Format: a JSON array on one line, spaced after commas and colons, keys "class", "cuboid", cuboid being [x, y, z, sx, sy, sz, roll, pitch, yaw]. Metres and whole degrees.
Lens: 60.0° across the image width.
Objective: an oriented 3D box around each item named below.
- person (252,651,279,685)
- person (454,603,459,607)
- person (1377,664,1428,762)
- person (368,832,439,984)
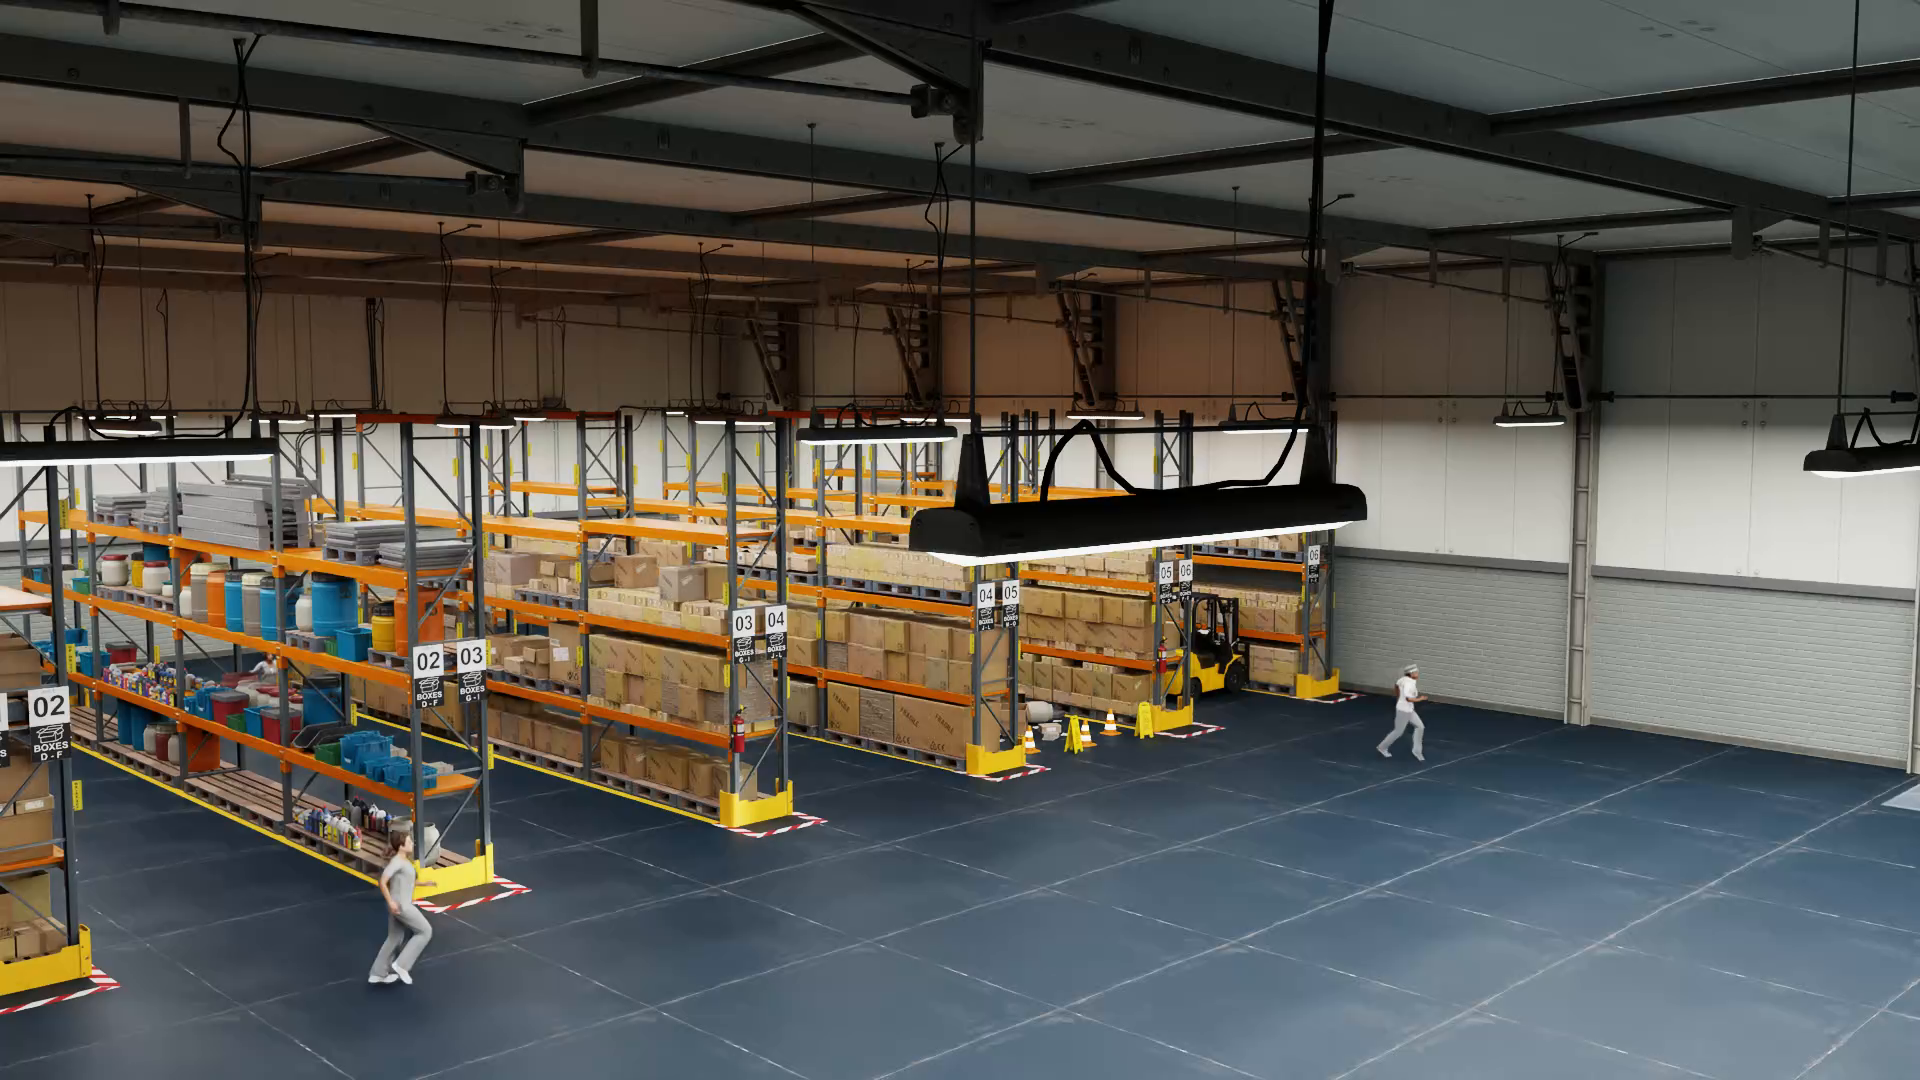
[{"class": "person", "cuboid": [-13.000, 2.841, 31.276, 1.019, 1.601, 0.508, 3, 6, 35]}, {"class": "person", "cuboid": [-11.430, 2.212, 38.056, 0.693, 1.616, 0.939, -2, 5, -24]}, {"class": "person", "cuboid": [7.682, 2.996, 28.867, 0.846, 1.735, 0.599, 2, 5, 19]}, {"class": "person", "cuboid": [-5.978, 3.952, 17.847, 0.749, 1.643, 0.531, -2, 5, -22]}]
